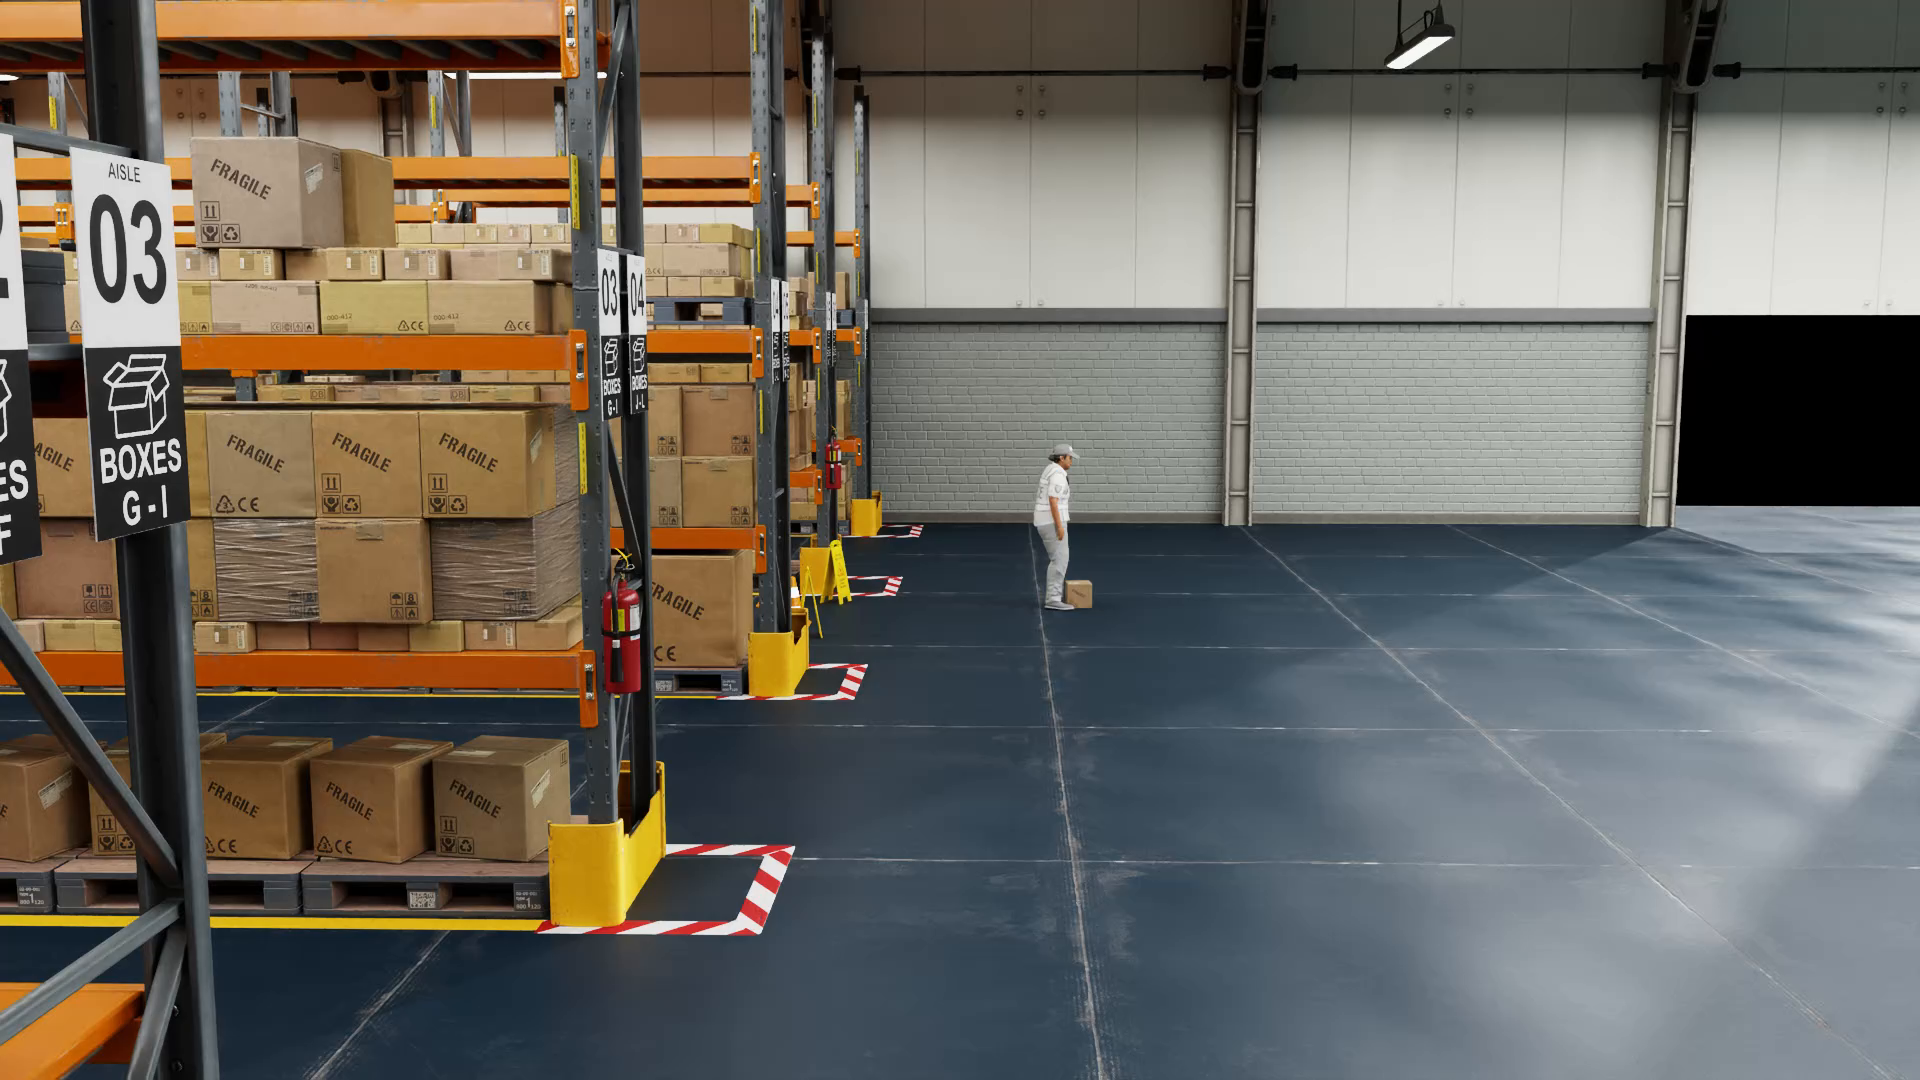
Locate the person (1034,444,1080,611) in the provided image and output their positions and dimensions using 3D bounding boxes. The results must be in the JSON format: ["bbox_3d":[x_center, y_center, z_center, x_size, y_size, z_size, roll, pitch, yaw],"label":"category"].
[{"bbox_3d":[0.993,-0.146,16.889,0.456,1.665,0.554,0,7,-2],"label":"person"}]
